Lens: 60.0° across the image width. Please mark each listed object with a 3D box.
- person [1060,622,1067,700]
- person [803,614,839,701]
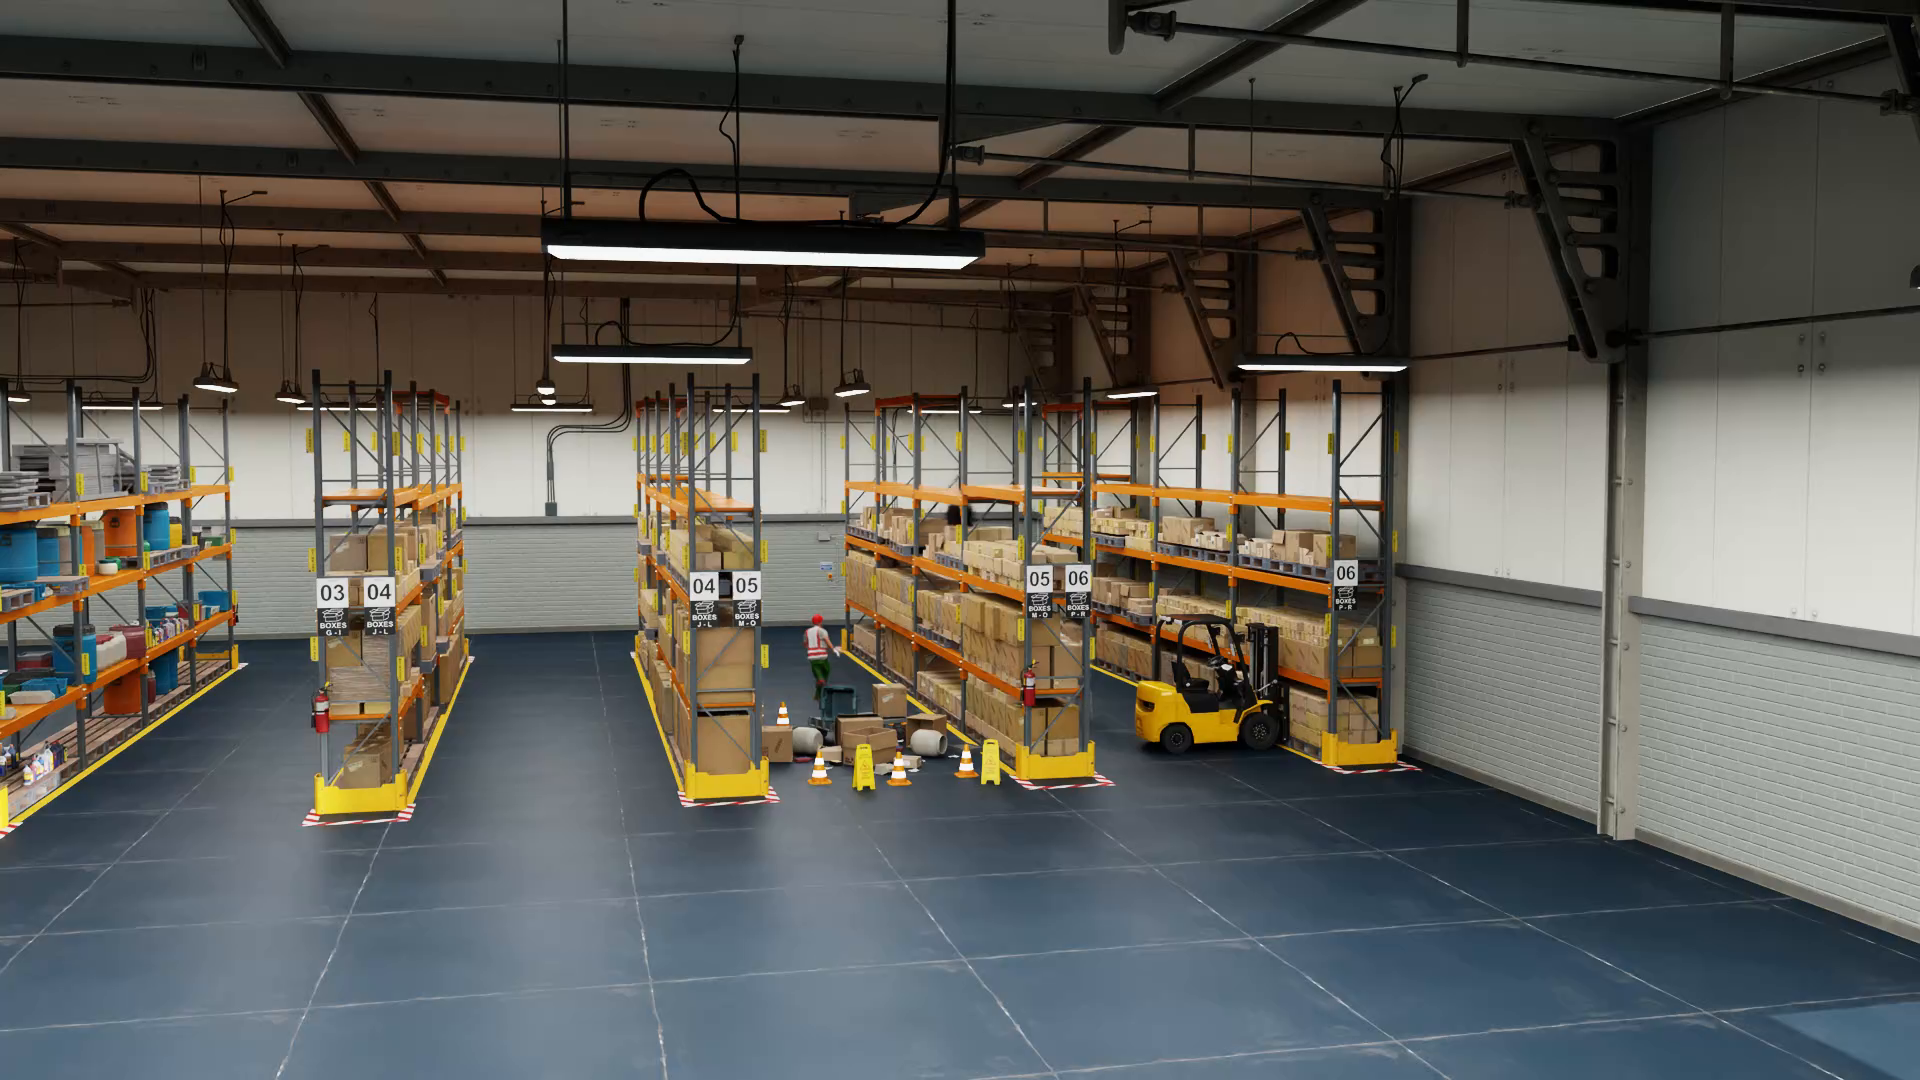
[{"bbox_3d":[1.797,2.329,31.650,0.611,1.665,0.870,-1,3,-16],"label":"person"},{"bbox_3d":[-2.723,2.308,32.230,0.793,1.726,0.699,1,3,14],"label":"person"}]
